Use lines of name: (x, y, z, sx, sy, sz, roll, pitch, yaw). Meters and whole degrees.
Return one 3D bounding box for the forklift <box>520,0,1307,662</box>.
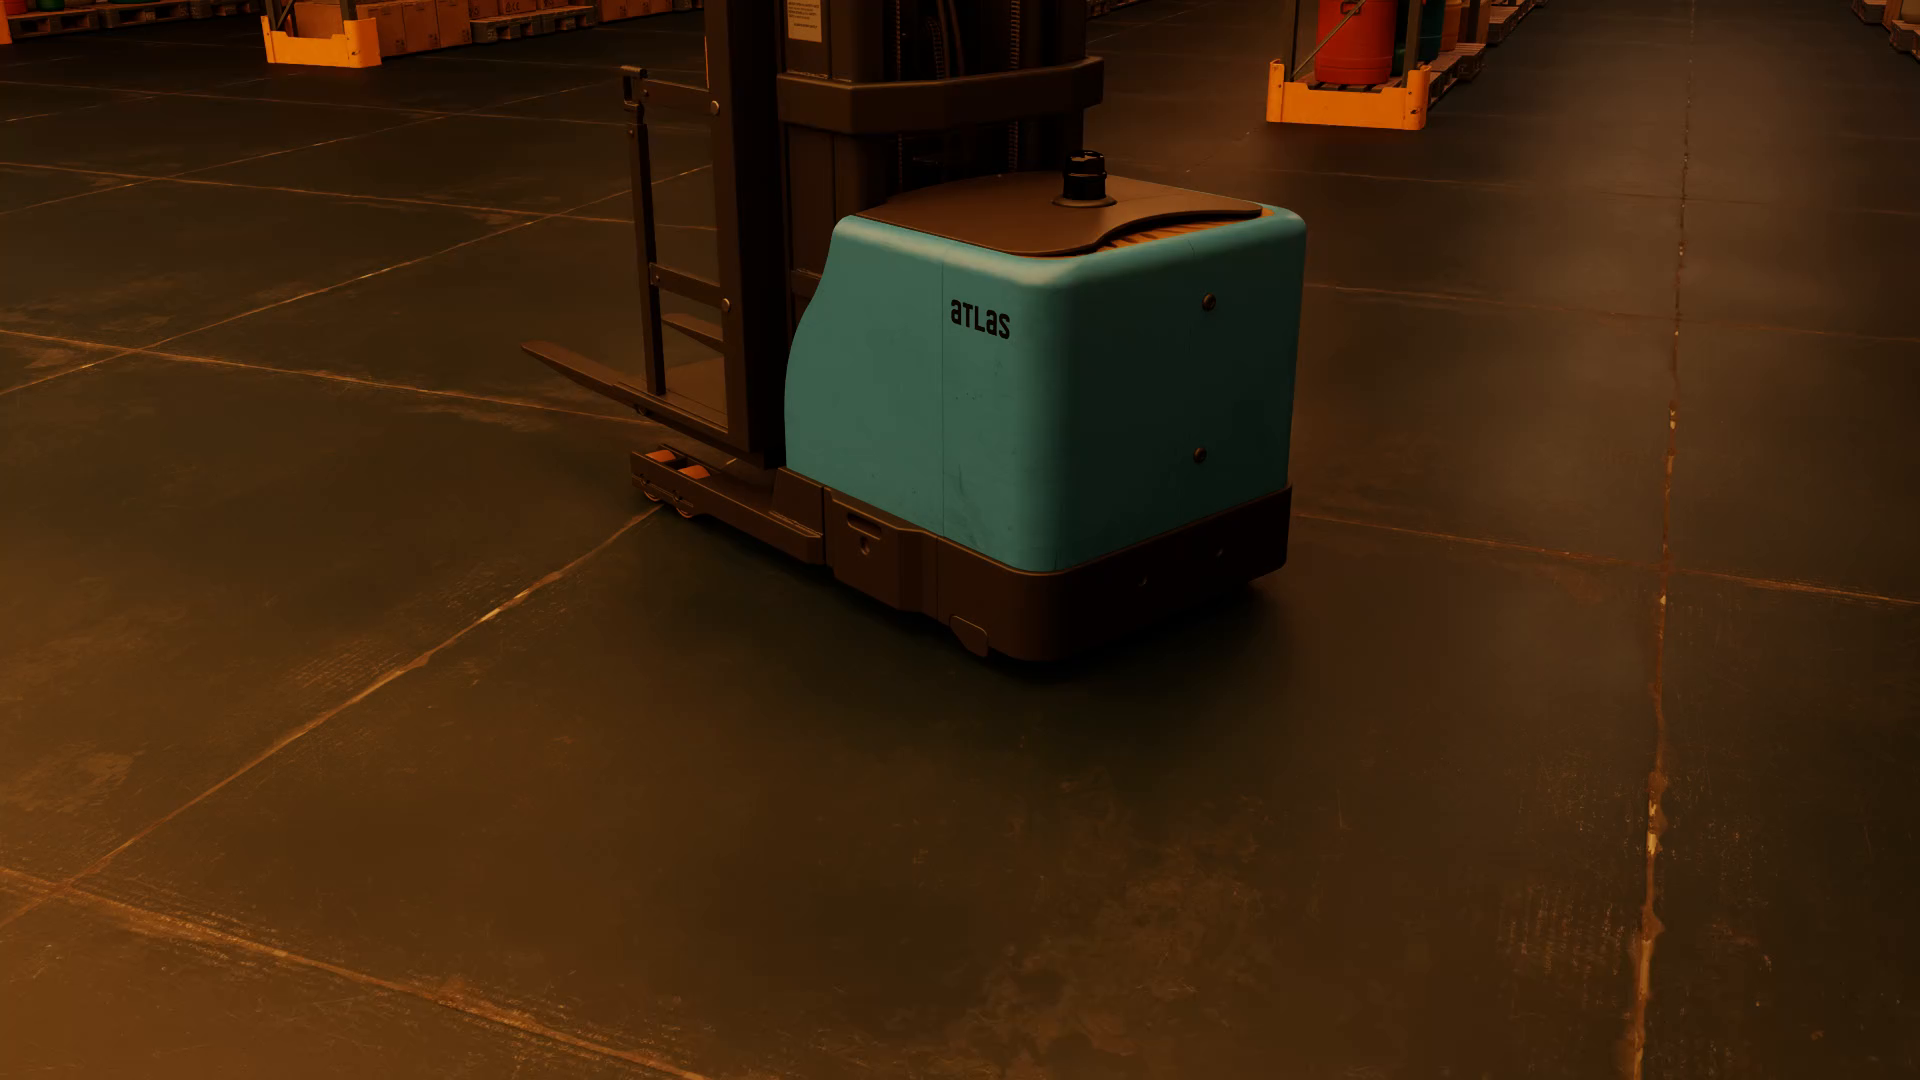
forklift: (-0.414, -1.534, 4.963, 1.130, 2.935, 3.031, -19, 29, -38)
